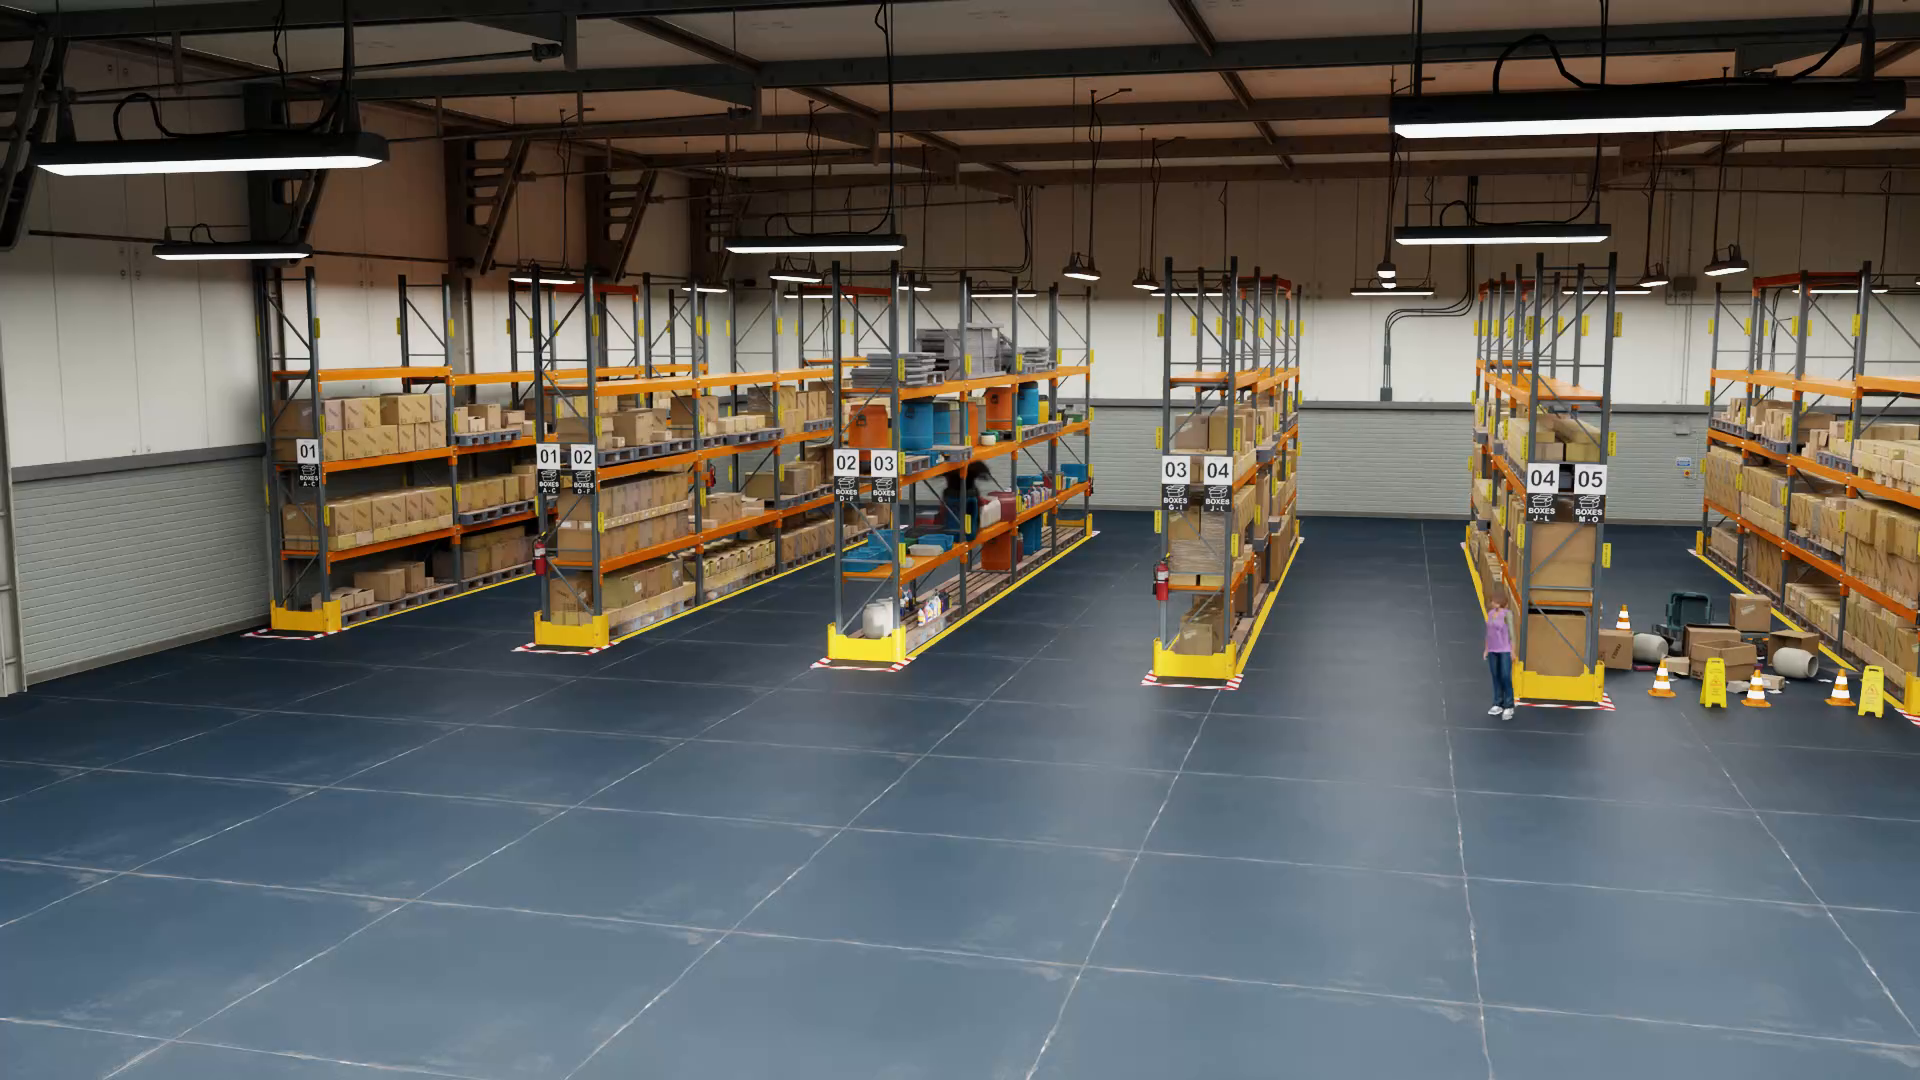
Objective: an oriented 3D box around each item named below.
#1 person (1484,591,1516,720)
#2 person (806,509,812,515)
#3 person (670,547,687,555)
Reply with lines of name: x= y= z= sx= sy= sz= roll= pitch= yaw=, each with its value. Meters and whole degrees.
person: x=7.026 y=1.483 z=21.608 sx=0.332 sy=1.627 sz=0.507 roll=-4 pitch=8 yaw=-28
person: x=-3.958 y=-1.390 z=43.399 sx=0.549 sy=1.754 sz=0.637 roll=2 pitch=8 yaw=17
person: x=-6.215 y=-0.368 z=36.140 sx=0.446 sy=1.561 sz=0.703 roll=1 pitch=7 yaw=9
